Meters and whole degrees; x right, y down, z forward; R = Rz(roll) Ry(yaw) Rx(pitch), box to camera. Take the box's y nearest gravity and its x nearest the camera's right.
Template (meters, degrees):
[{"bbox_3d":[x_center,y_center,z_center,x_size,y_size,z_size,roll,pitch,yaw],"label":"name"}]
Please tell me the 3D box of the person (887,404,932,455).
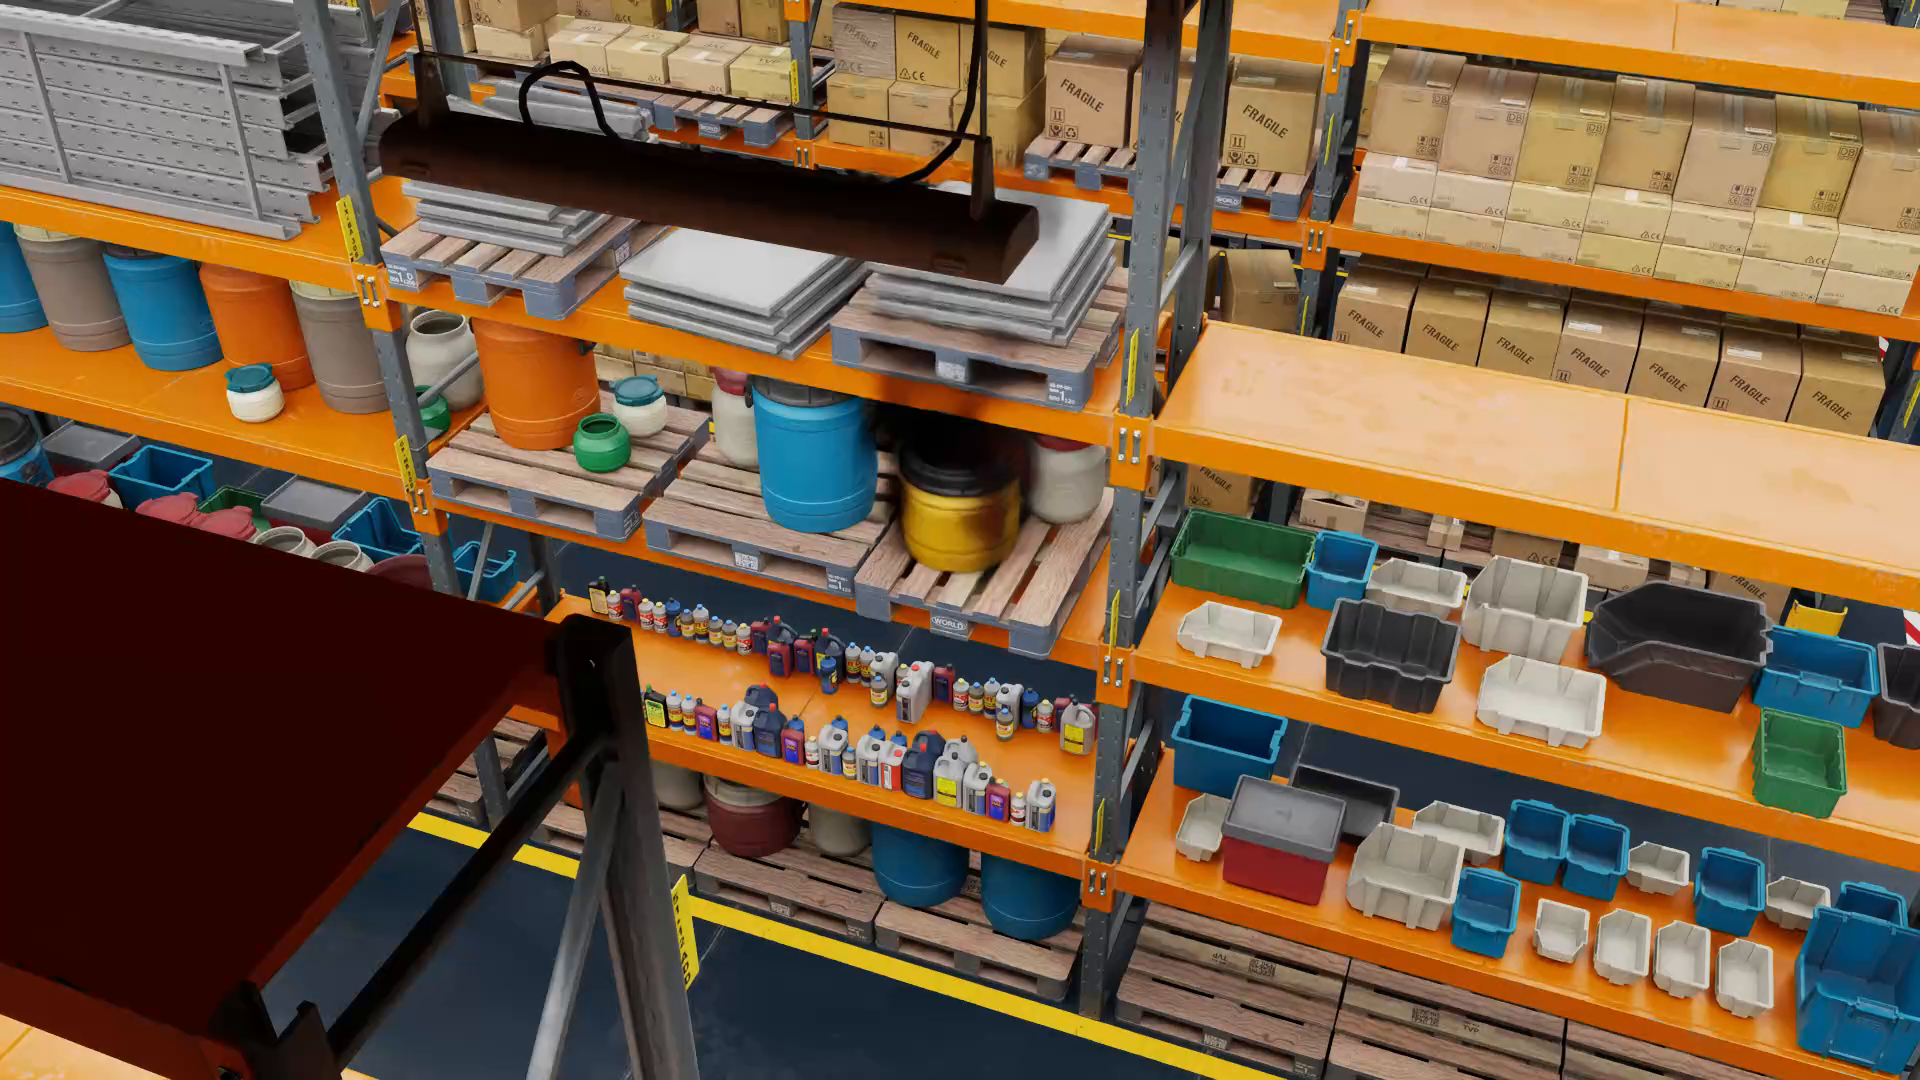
[{"bbox_3d":[-0.343,-0.320,11.969,0.632,1.686,0.548,10,38,14],"label":"person"}]
